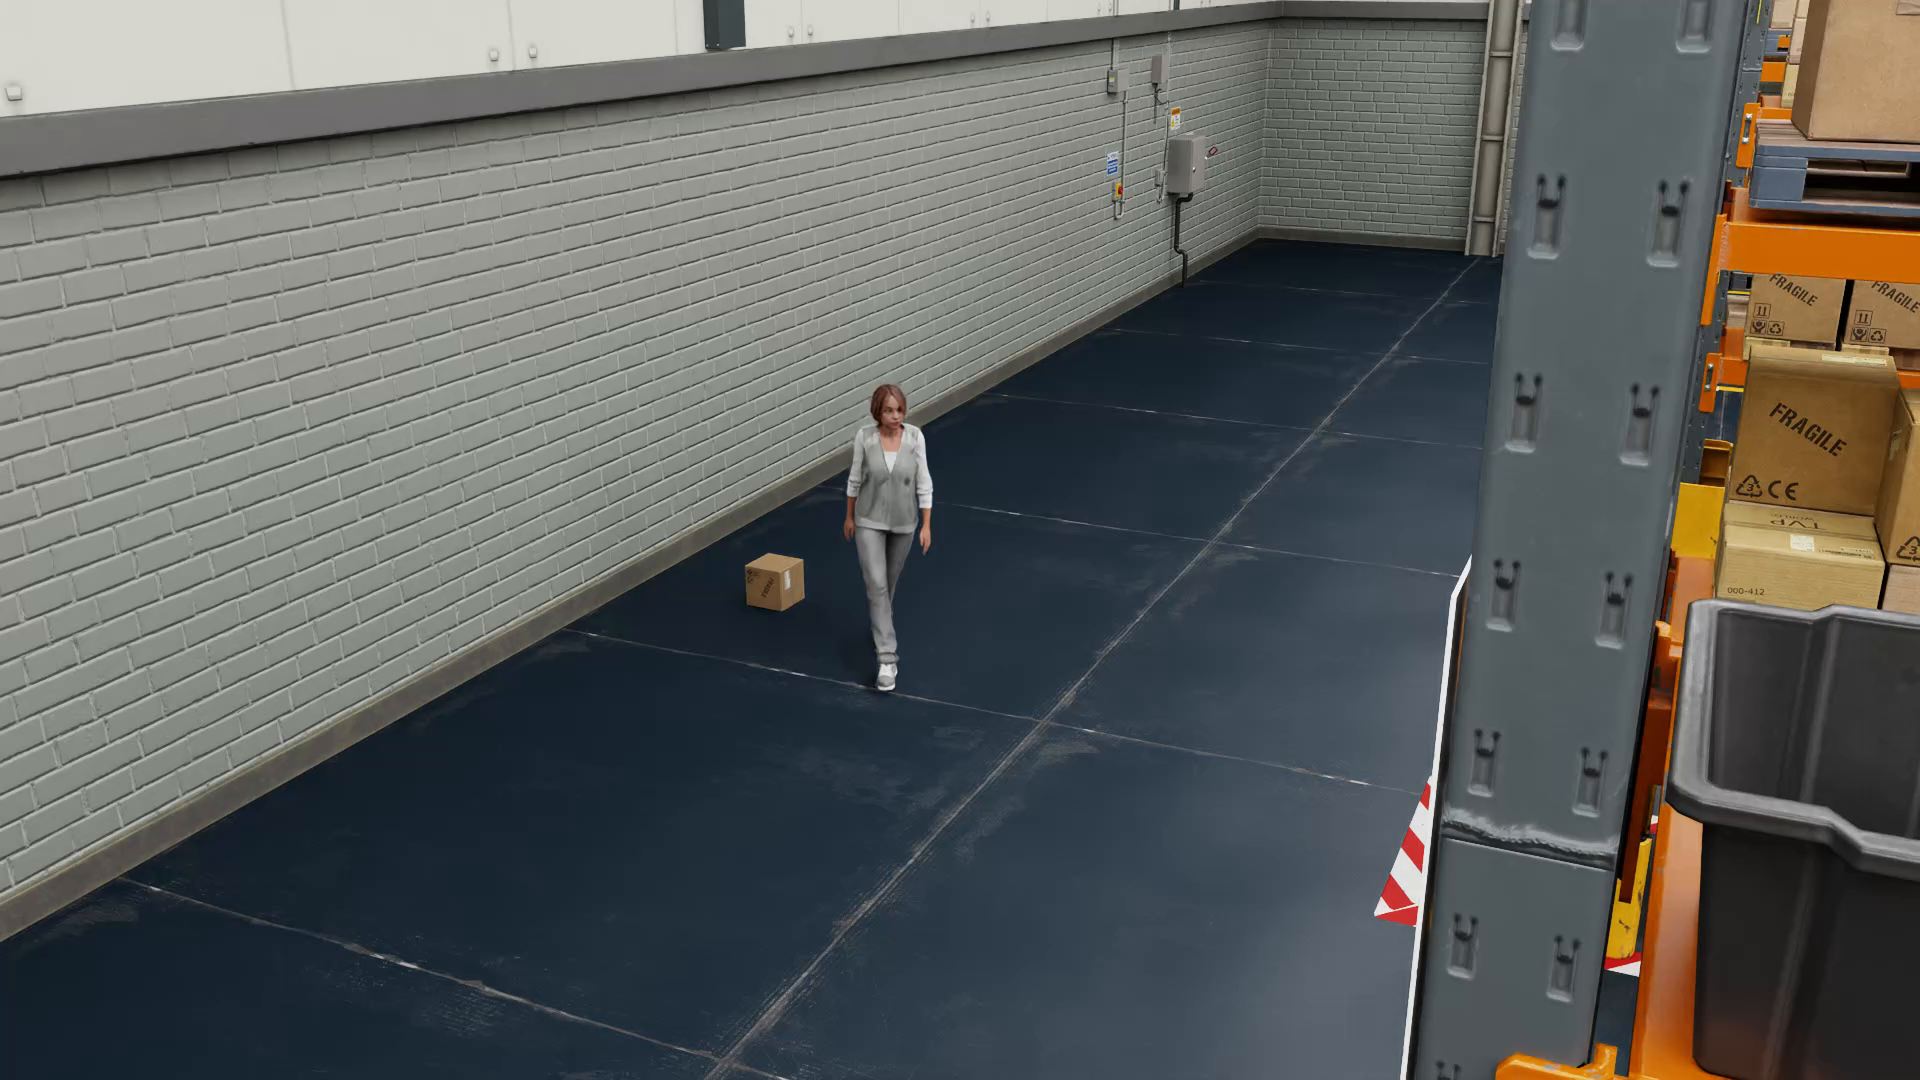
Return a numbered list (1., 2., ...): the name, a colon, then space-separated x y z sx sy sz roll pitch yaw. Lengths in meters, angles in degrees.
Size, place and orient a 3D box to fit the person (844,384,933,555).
1. person: -0.372 -0.386 8.719 0.444 0.918 0.362 -5 20 -14
